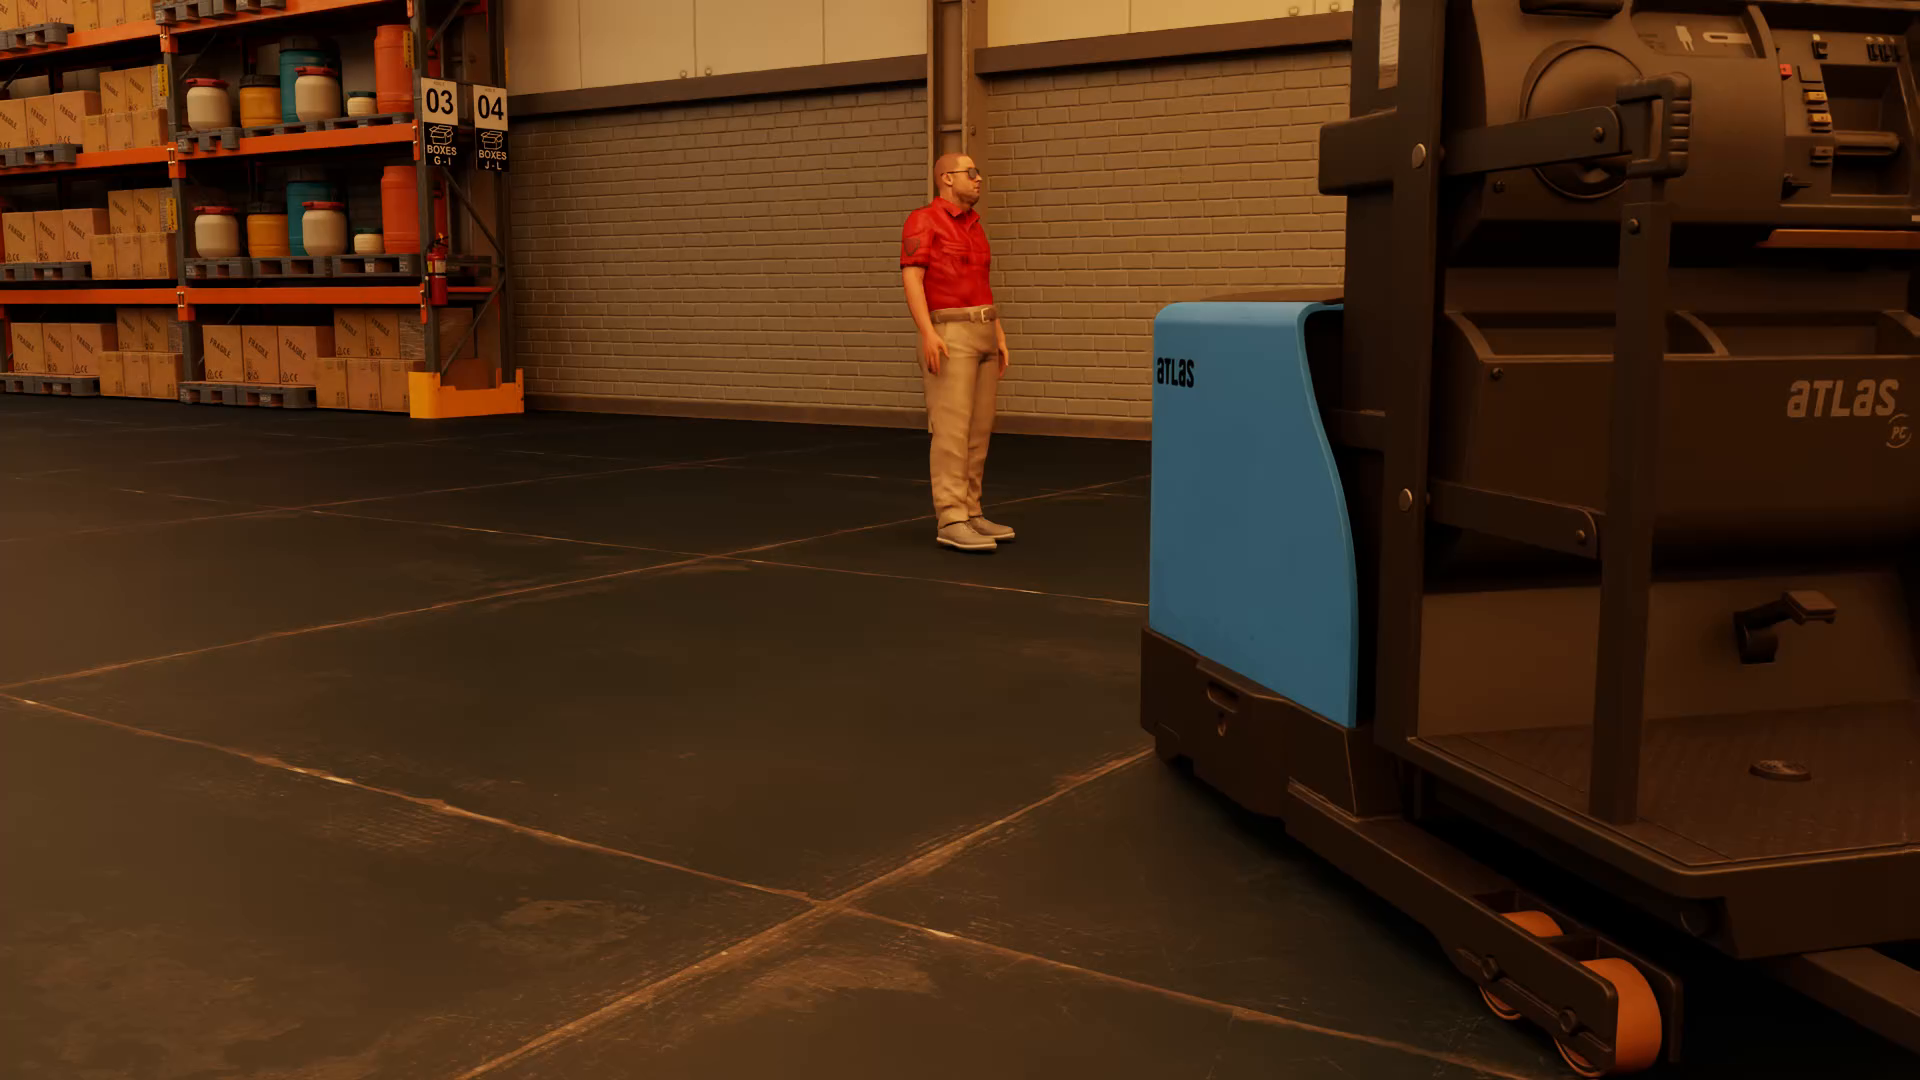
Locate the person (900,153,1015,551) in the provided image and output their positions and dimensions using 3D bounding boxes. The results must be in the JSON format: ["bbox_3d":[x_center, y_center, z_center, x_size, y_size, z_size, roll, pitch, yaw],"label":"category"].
[{"bbox_3d":[0.068,-0.856,7.421,0.550,1.727,0.641,5,10,34],"label":"person"}]

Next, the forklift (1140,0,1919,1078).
[{"bbox_3d":[1.312,-0.760,2.537,1.130,2.935,3.031,-2,8,-15],"label":"forklift"}]
